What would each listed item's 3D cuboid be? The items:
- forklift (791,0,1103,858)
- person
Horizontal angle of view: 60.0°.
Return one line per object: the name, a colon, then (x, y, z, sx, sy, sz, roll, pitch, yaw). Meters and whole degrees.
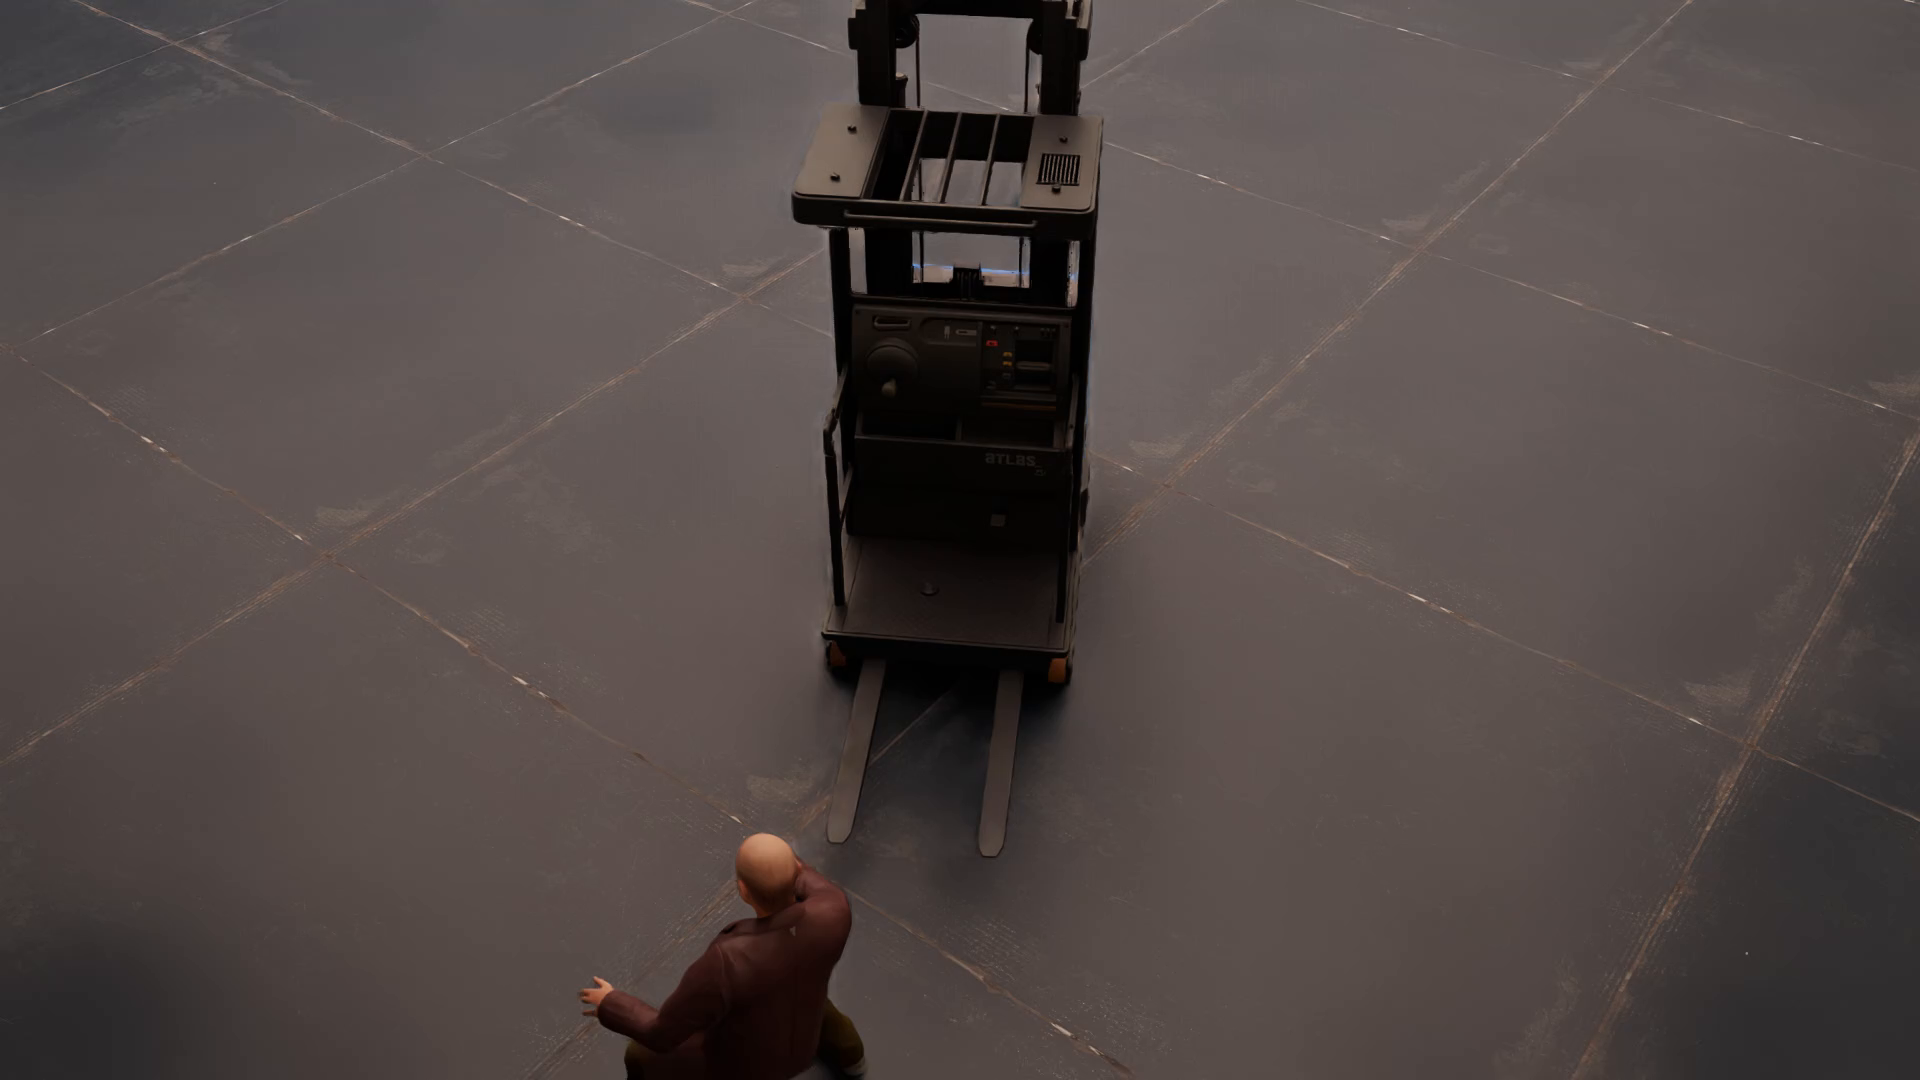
forklift: (-0.019, -0.700, 6.895, 1.130, 2.935, 3.031, 4, 41, 5)
person: (-0.740, 1.450, 5.408, 0.922, 1.584, 0.763, -29, 48, -30)
